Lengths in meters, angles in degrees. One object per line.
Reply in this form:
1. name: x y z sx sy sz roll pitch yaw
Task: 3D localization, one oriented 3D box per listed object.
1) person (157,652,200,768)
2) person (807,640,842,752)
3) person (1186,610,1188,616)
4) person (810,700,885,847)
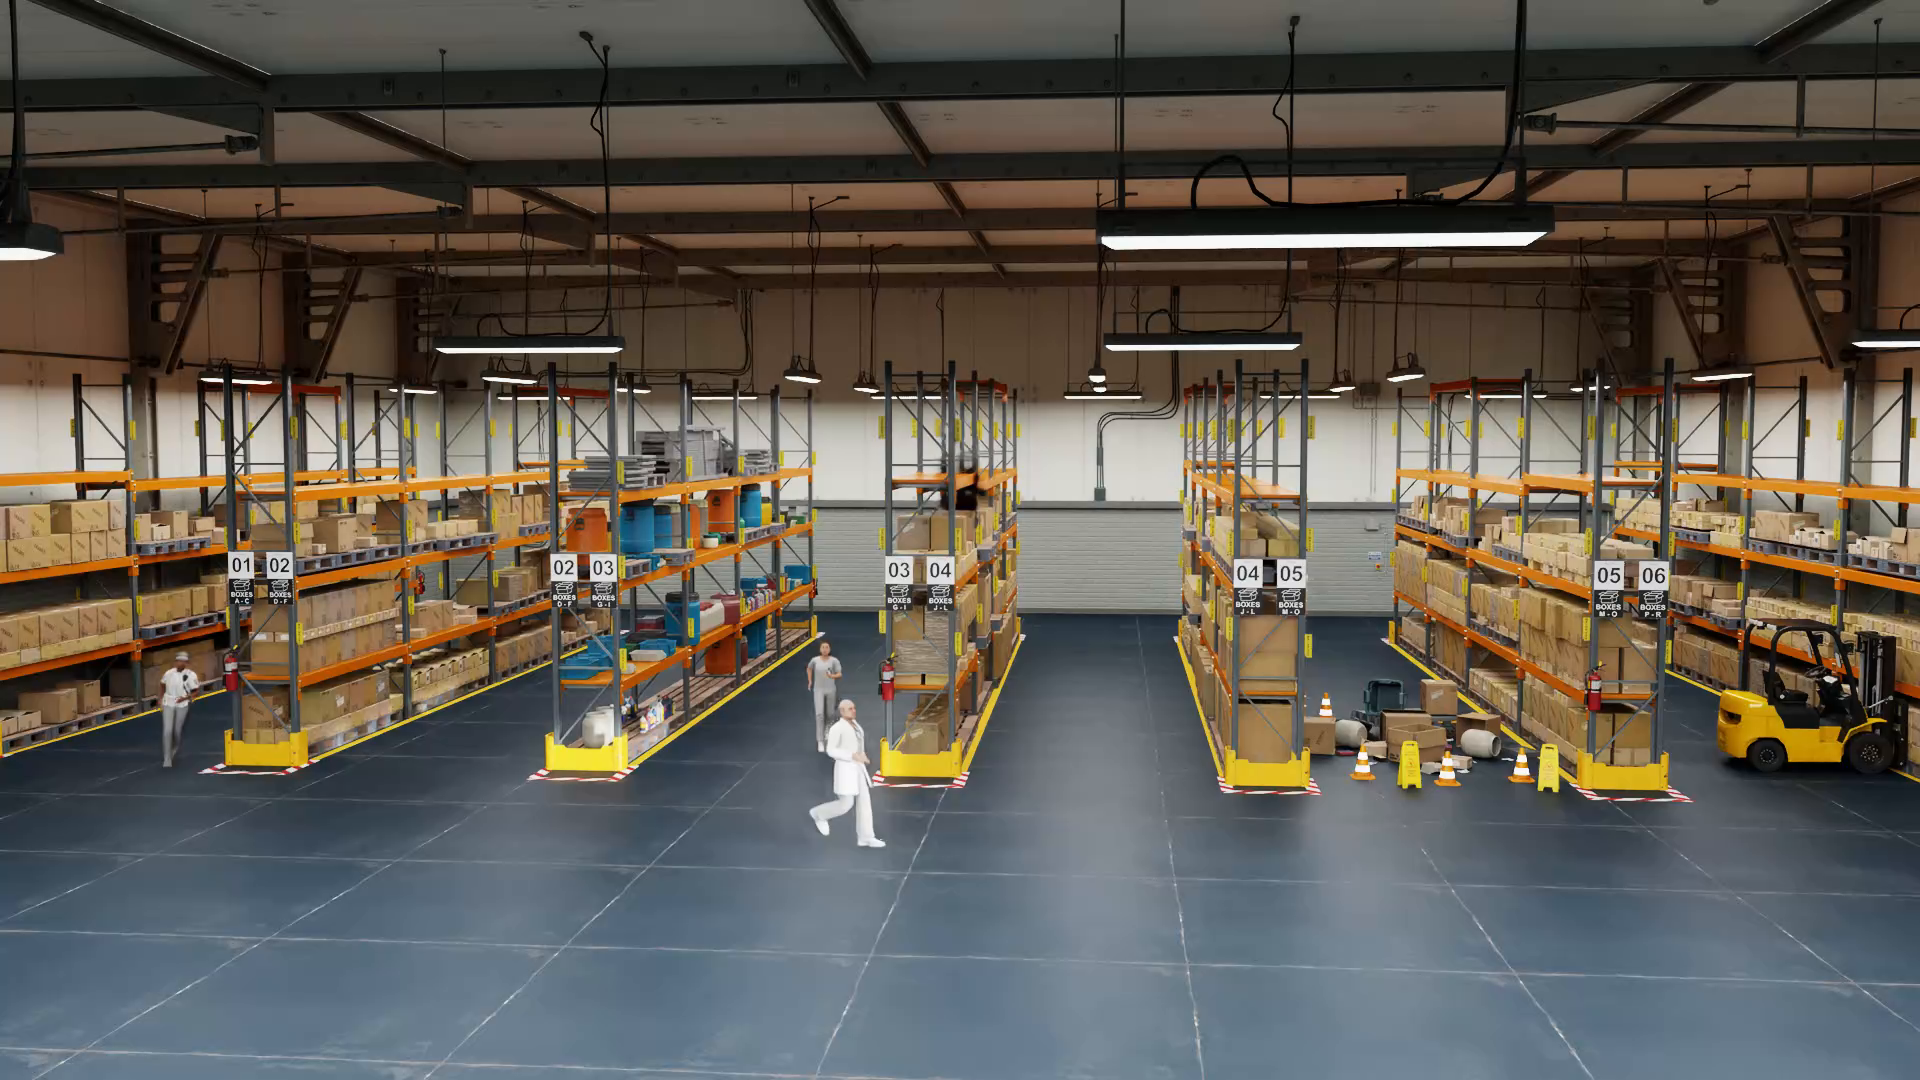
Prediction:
1. person: -11.769 2.528 25.060 0.594 1.704 0.779 -1 4 -21
2. person: -2.134 2.424 26.230 0.546 1.701 0.879 0 4 -7
3. person: 5.804 1.478 40.574 0.596 1.759 0.681 -1 4 -9
4. person: -1.336 2.791 19.981 1.031 1.756 0.710 2 4 31
